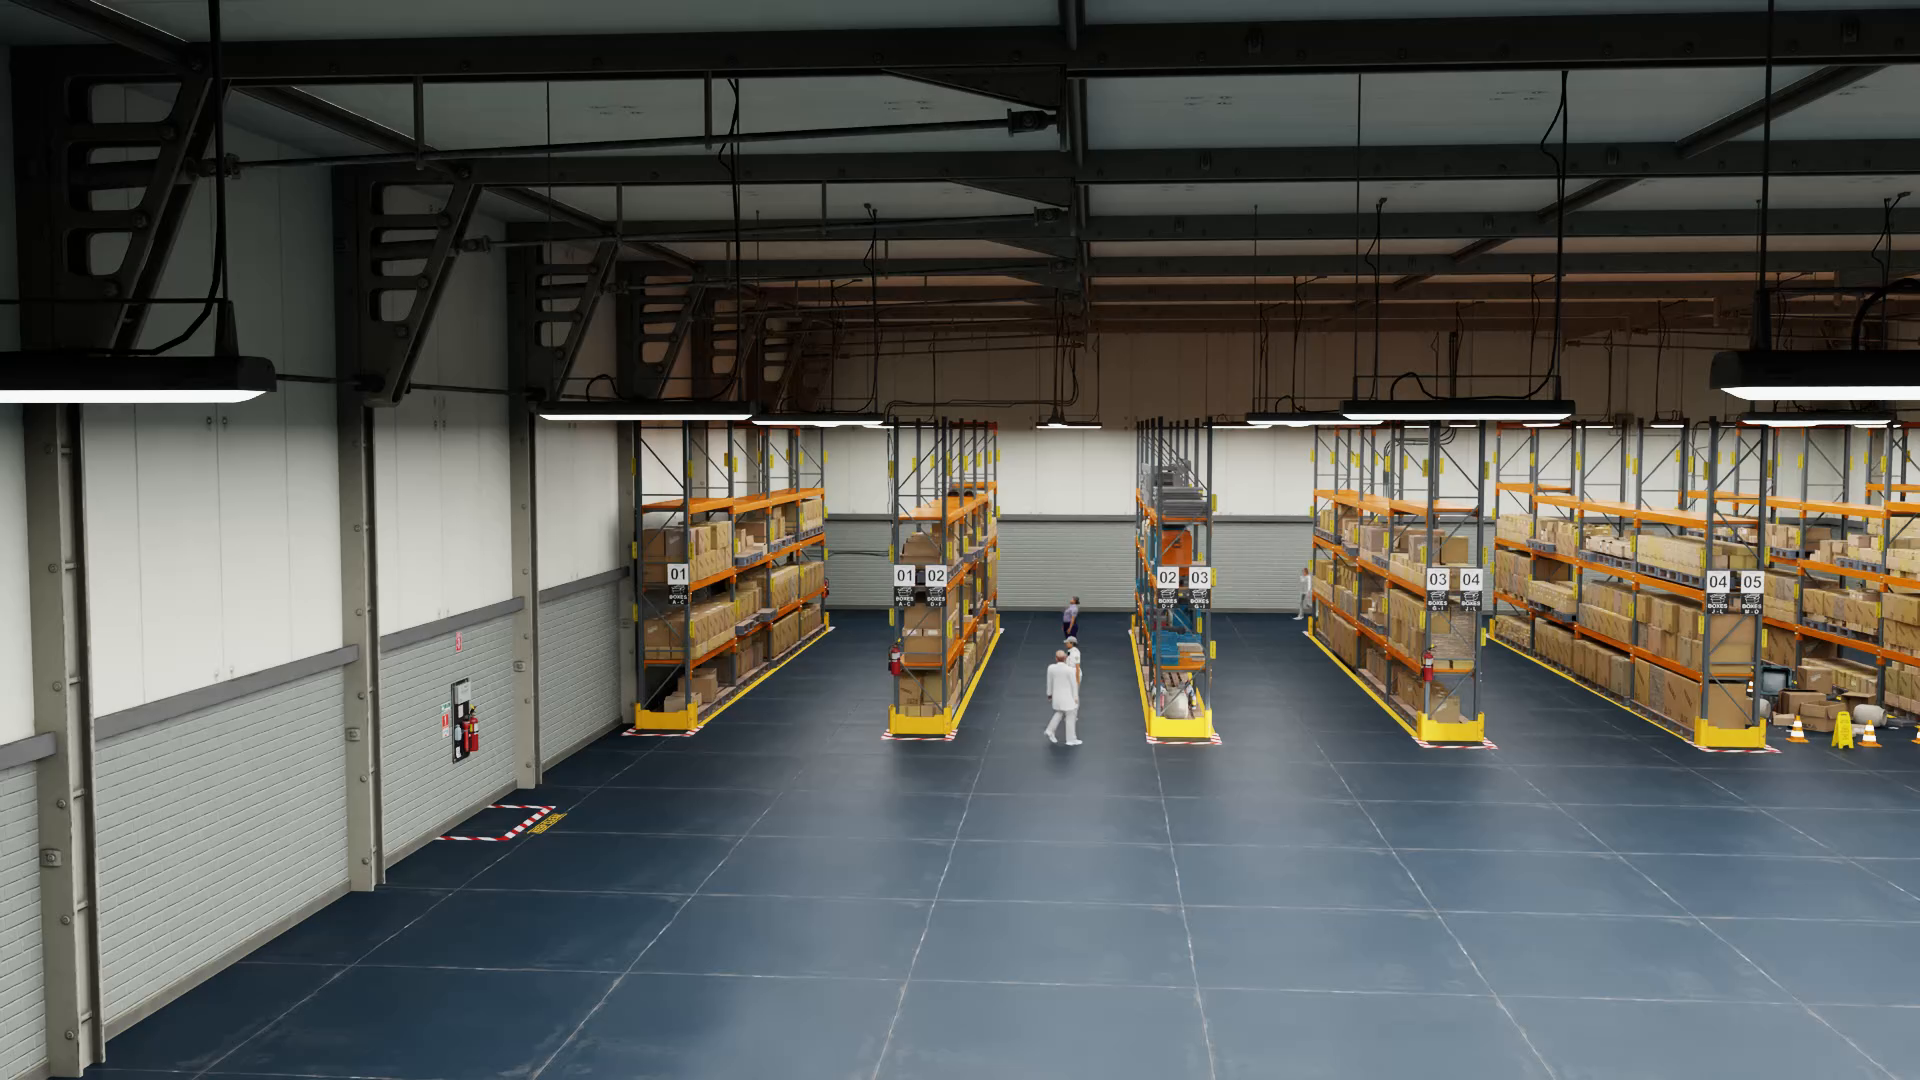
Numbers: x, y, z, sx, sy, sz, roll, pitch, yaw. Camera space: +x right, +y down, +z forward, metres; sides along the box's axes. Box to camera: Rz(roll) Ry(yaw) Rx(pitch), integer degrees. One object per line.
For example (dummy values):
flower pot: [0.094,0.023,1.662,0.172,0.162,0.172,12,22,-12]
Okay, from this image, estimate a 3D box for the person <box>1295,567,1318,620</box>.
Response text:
person: [10.536,1.624,50.579,0.751,1.586,0.421,-2,4,-28]

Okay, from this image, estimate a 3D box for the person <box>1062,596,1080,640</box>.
person: [2.689,2.199,41.058,0.508,1.650,0.501,-2,4,-25]

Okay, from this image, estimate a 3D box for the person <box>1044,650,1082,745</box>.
person: [1.888,2.874,30.380,0.654,1.769,0.652,3,5,40]

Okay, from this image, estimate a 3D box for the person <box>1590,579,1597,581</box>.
person: [17.383,1.924,45.700,0.565,1.666,0.696,-2,4,-29]

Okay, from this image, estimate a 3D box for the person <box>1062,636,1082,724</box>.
person: [2.195,2.756,32.853,0.441,1.695,0.614,-1,4,-11]
